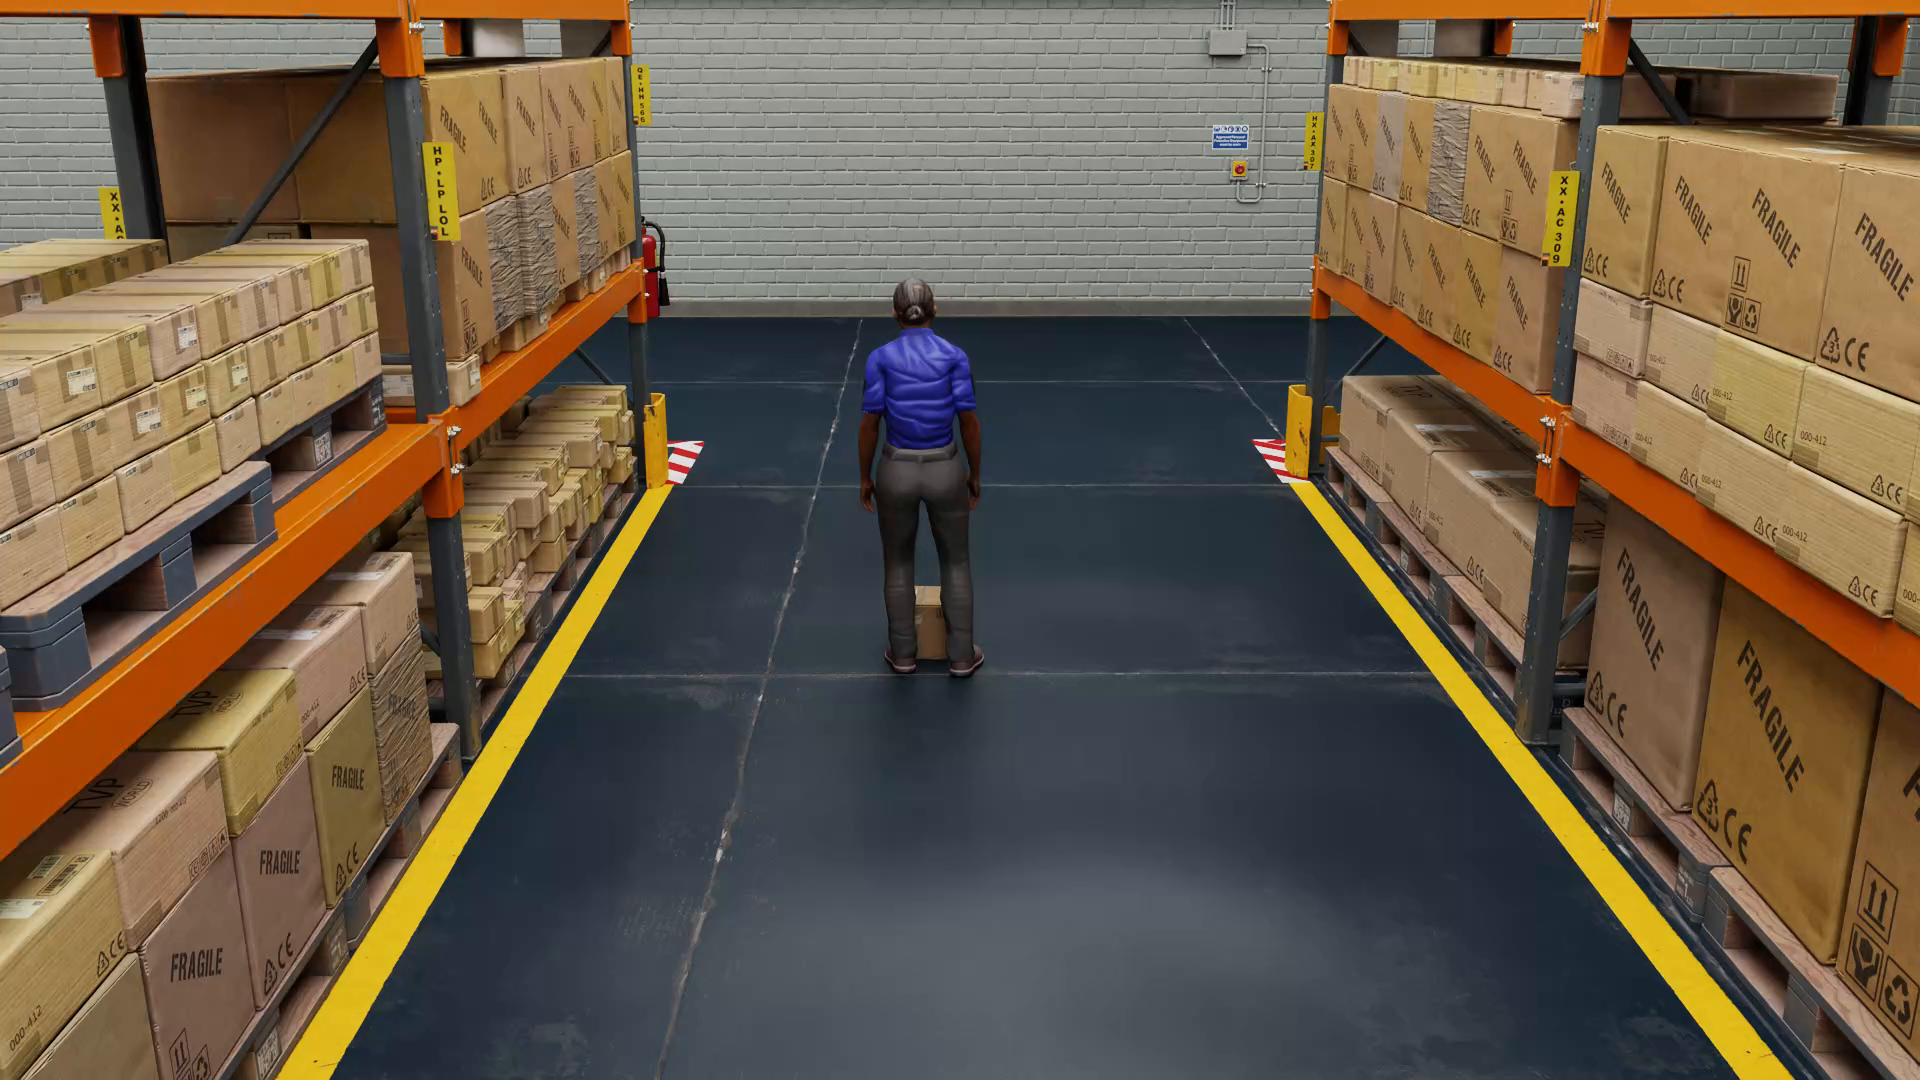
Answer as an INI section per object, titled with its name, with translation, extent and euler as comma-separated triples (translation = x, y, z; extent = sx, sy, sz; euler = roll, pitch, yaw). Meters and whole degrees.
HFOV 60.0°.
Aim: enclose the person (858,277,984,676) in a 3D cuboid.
[person]
translation = -0.155, -0.248, 6.855
extent = 0.522, 1.655, 0.393
euler = -1, 17, -2
